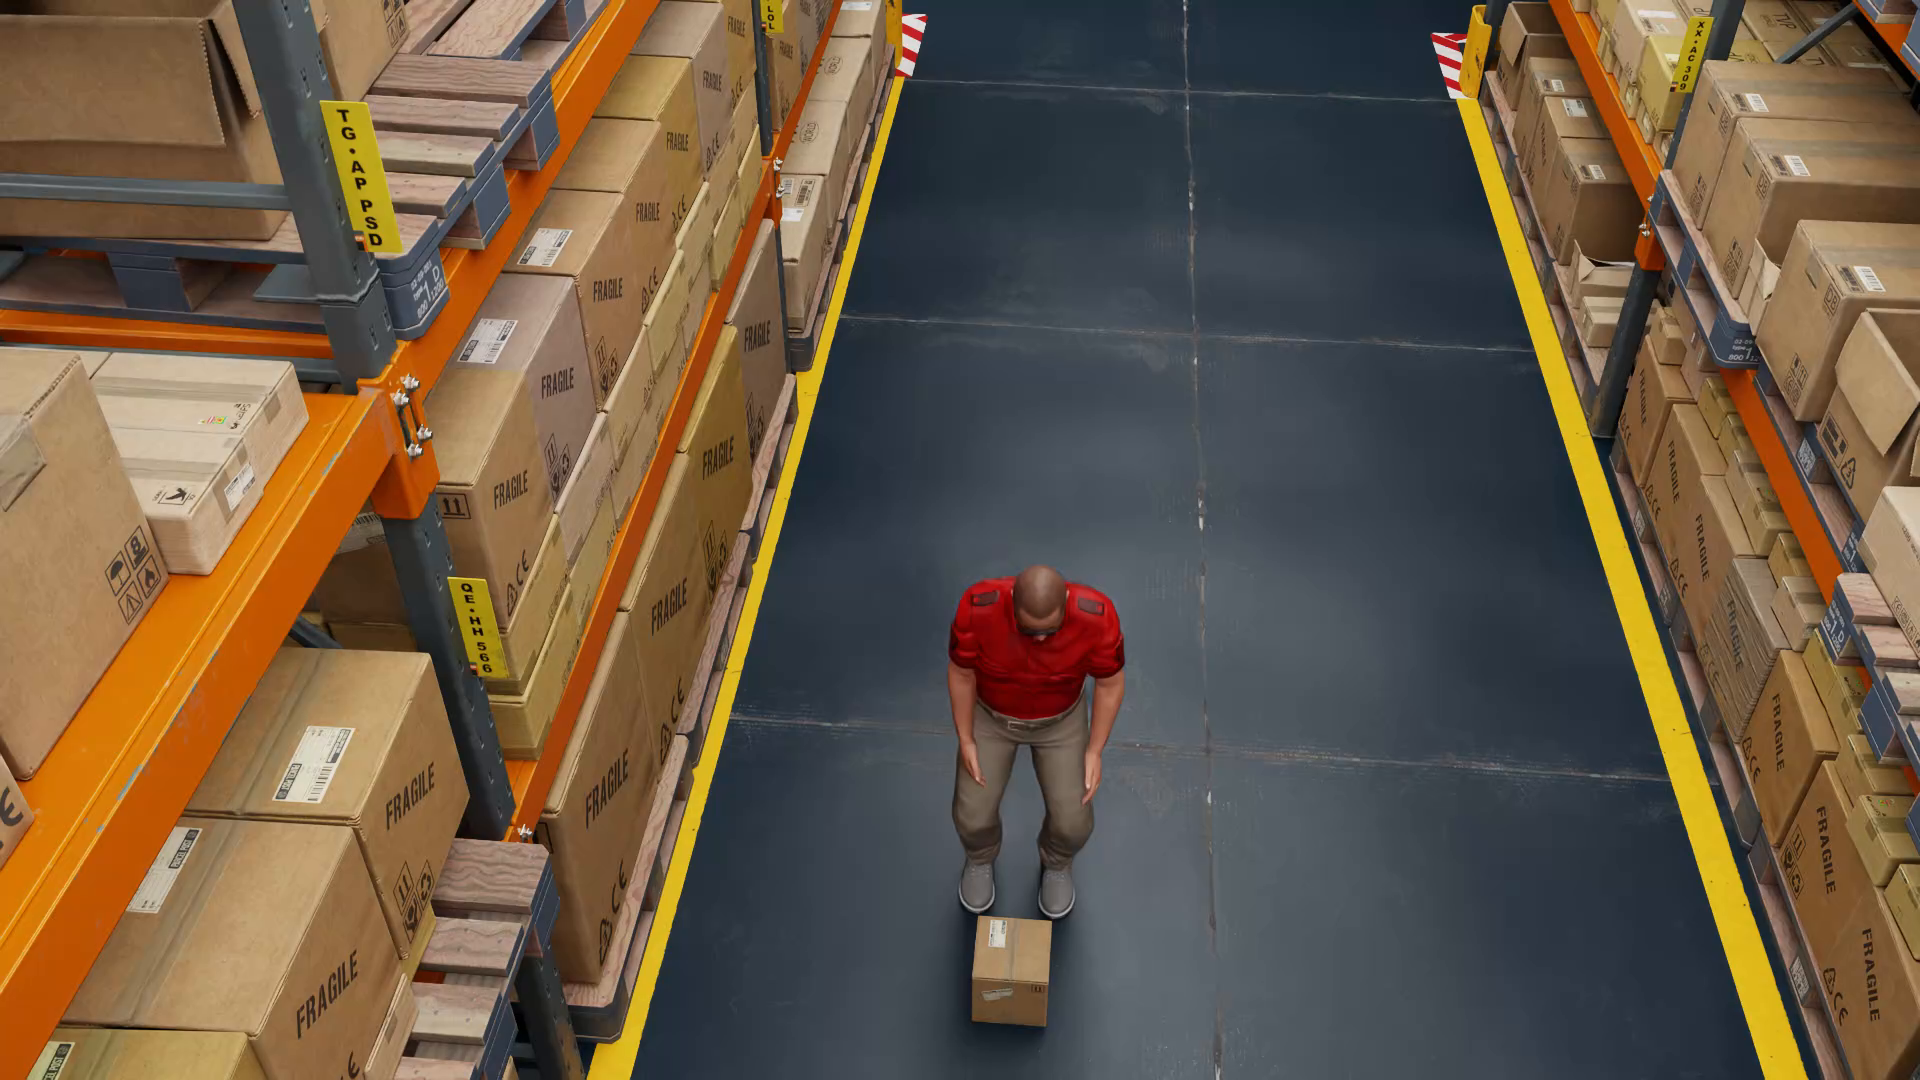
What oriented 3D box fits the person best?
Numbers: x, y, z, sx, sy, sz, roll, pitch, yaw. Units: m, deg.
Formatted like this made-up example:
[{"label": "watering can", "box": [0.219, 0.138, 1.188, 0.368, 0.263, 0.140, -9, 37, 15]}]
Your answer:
[{"label": "person", "box": [0.246, 0.620, 5.516, 0.571, 1.624, 0.503, 4, 40, 5]}]
